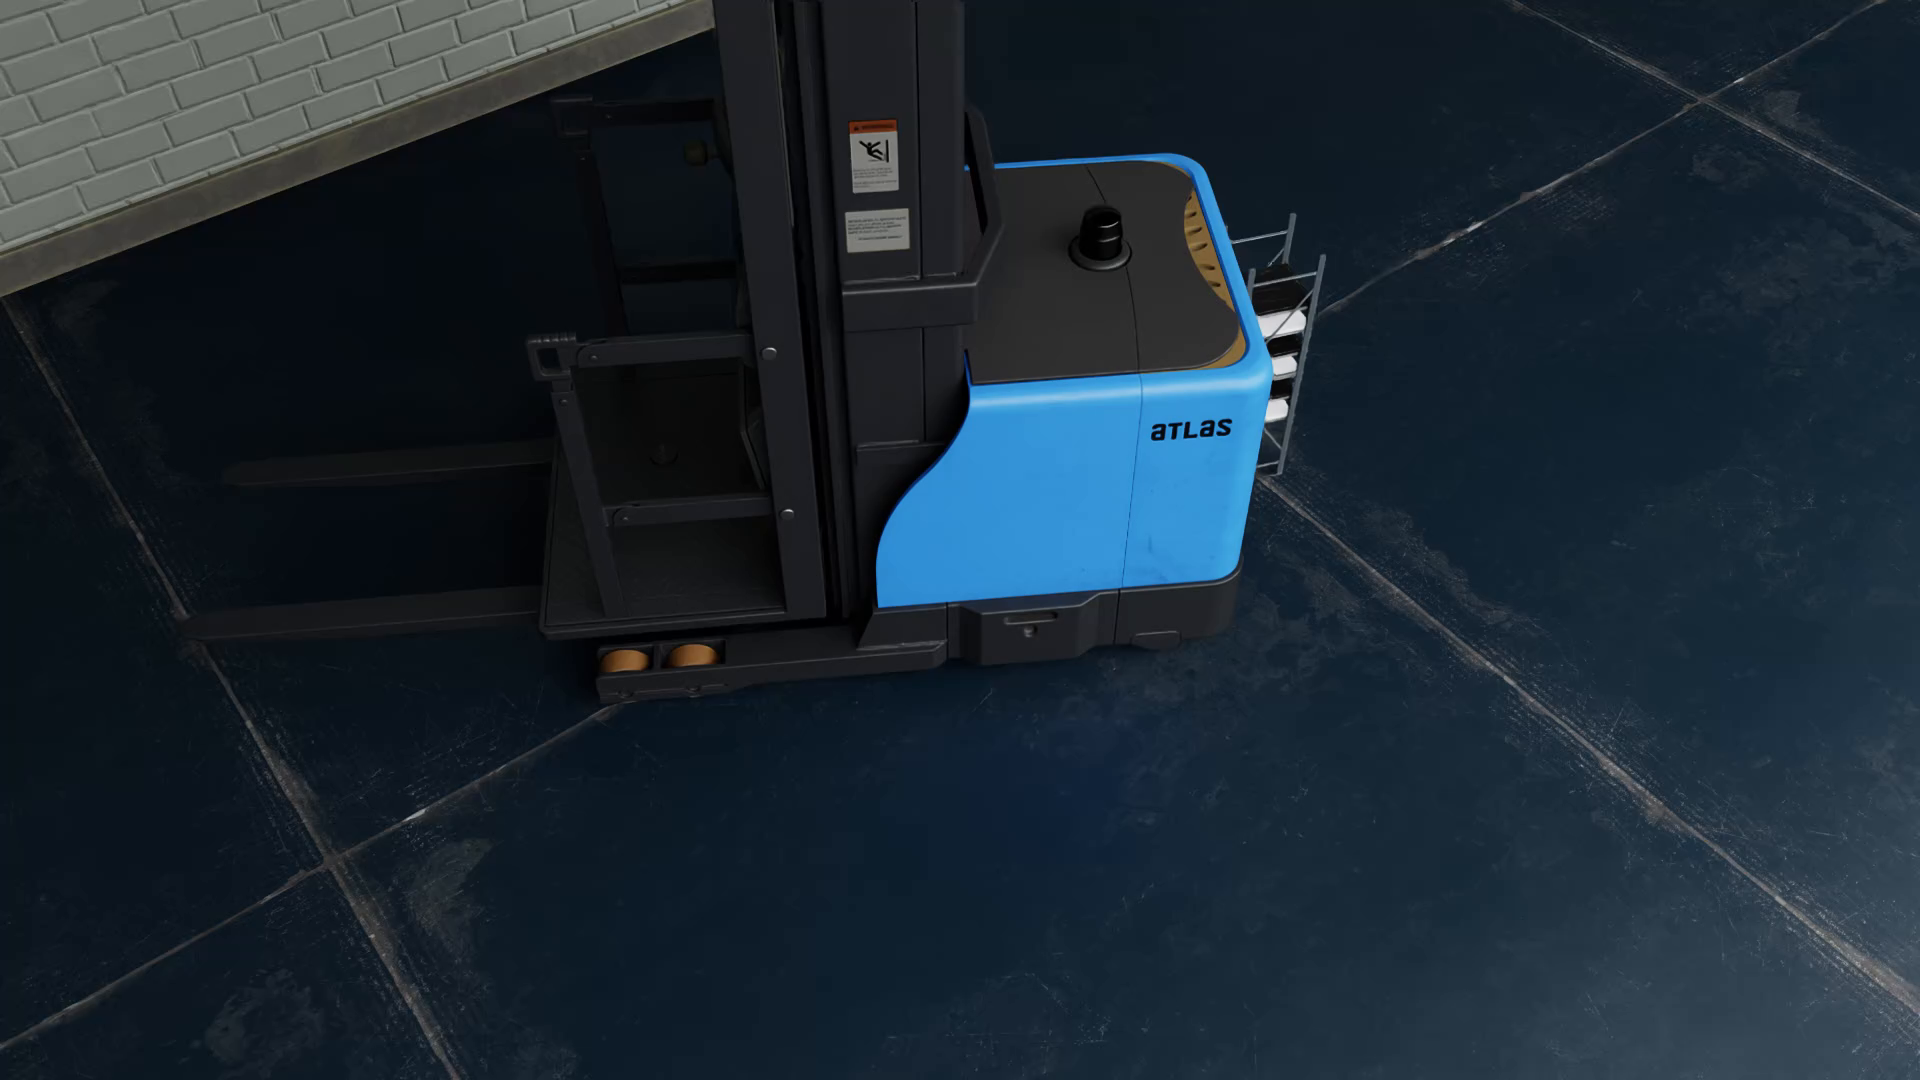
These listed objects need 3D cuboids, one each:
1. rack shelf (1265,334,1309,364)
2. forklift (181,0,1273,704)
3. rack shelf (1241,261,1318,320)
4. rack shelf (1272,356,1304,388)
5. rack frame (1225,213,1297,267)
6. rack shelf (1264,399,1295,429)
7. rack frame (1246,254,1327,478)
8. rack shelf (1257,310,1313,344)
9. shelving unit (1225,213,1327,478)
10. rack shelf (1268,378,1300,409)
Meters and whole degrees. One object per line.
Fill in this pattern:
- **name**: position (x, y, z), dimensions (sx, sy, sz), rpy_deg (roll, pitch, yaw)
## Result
- **rack shelf**: position (0.908, -0.603, 5.112), dimensions (0.258, 0.077, 0.200), rpy_deg (-13, 49, -11)
- **forklift**: position (-0.735, -0.927, 4.112), dimensions (3.031, 2.935, 1.130), rpy_deg (-4, 48, -4)
- **rack shelf**: position (0.908, -0.724, 4.979), dimensions (0.258, 0.077, 0.200), rpy_deg (-13, 49, -11)
- **rack shelf**: position (0.908, -0.542, 5.179), dimensions (0.258, 0.077, 0.200), rpy_deg (-13, 49, -11)
- **rack frame**: position (0.878, -0.637, 5.220), dimensions (0.240, 0.900, 0.006), rpy_deg (-13, 49, -11)
- **rack shelf**: position (0.908, -0.421, 5.312), dimensions (0.258, 0.077, 0.200), rpy_deg (-13, 49, -11)
- **rack frame**: position (0.938, -0.493, 5.089), dimensions (0.240, 0.900, 0.006), rpy_deg (-13, 49, -11)
- **rack shelf**: position (0.908, -0.663, 5.046), dimensions (0.258, 0.077, 0.200), rpy_deg (-13, 49, -11)
- **shelving unit**: position (0.908, -0.565, 5.154), dimensions (0.258, 0.900, 0.210), rpy_deg (-13, 49, -11)
- **rack shelf**: position (0.908, -0.482, 5.246), dimensions (0.258, 0.077, 0.200), rpy_deg (-13, 49, -11)
